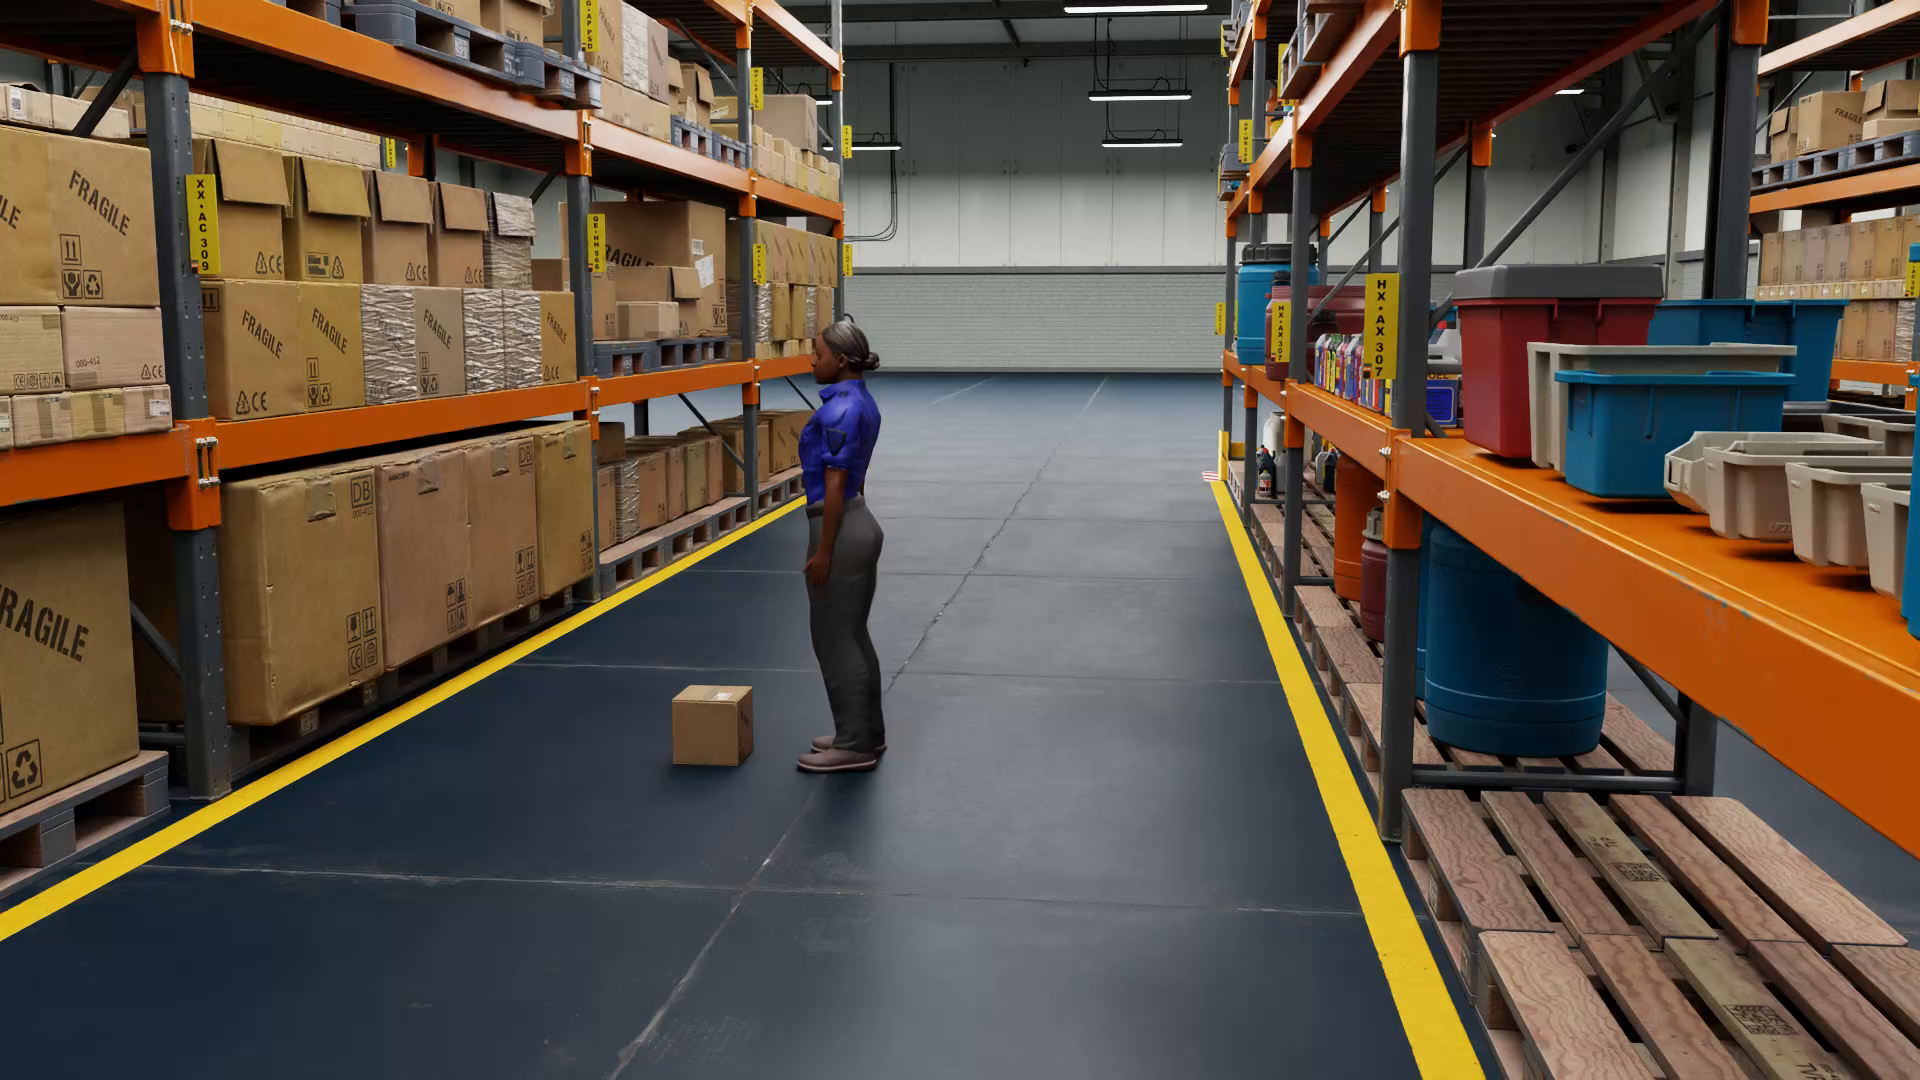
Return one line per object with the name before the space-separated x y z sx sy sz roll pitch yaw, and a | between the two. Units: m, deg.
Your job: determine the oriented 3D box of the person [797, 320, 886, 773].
person | -0.444 0.021 6.175 0.305 1.658 0.435 1 8 8
